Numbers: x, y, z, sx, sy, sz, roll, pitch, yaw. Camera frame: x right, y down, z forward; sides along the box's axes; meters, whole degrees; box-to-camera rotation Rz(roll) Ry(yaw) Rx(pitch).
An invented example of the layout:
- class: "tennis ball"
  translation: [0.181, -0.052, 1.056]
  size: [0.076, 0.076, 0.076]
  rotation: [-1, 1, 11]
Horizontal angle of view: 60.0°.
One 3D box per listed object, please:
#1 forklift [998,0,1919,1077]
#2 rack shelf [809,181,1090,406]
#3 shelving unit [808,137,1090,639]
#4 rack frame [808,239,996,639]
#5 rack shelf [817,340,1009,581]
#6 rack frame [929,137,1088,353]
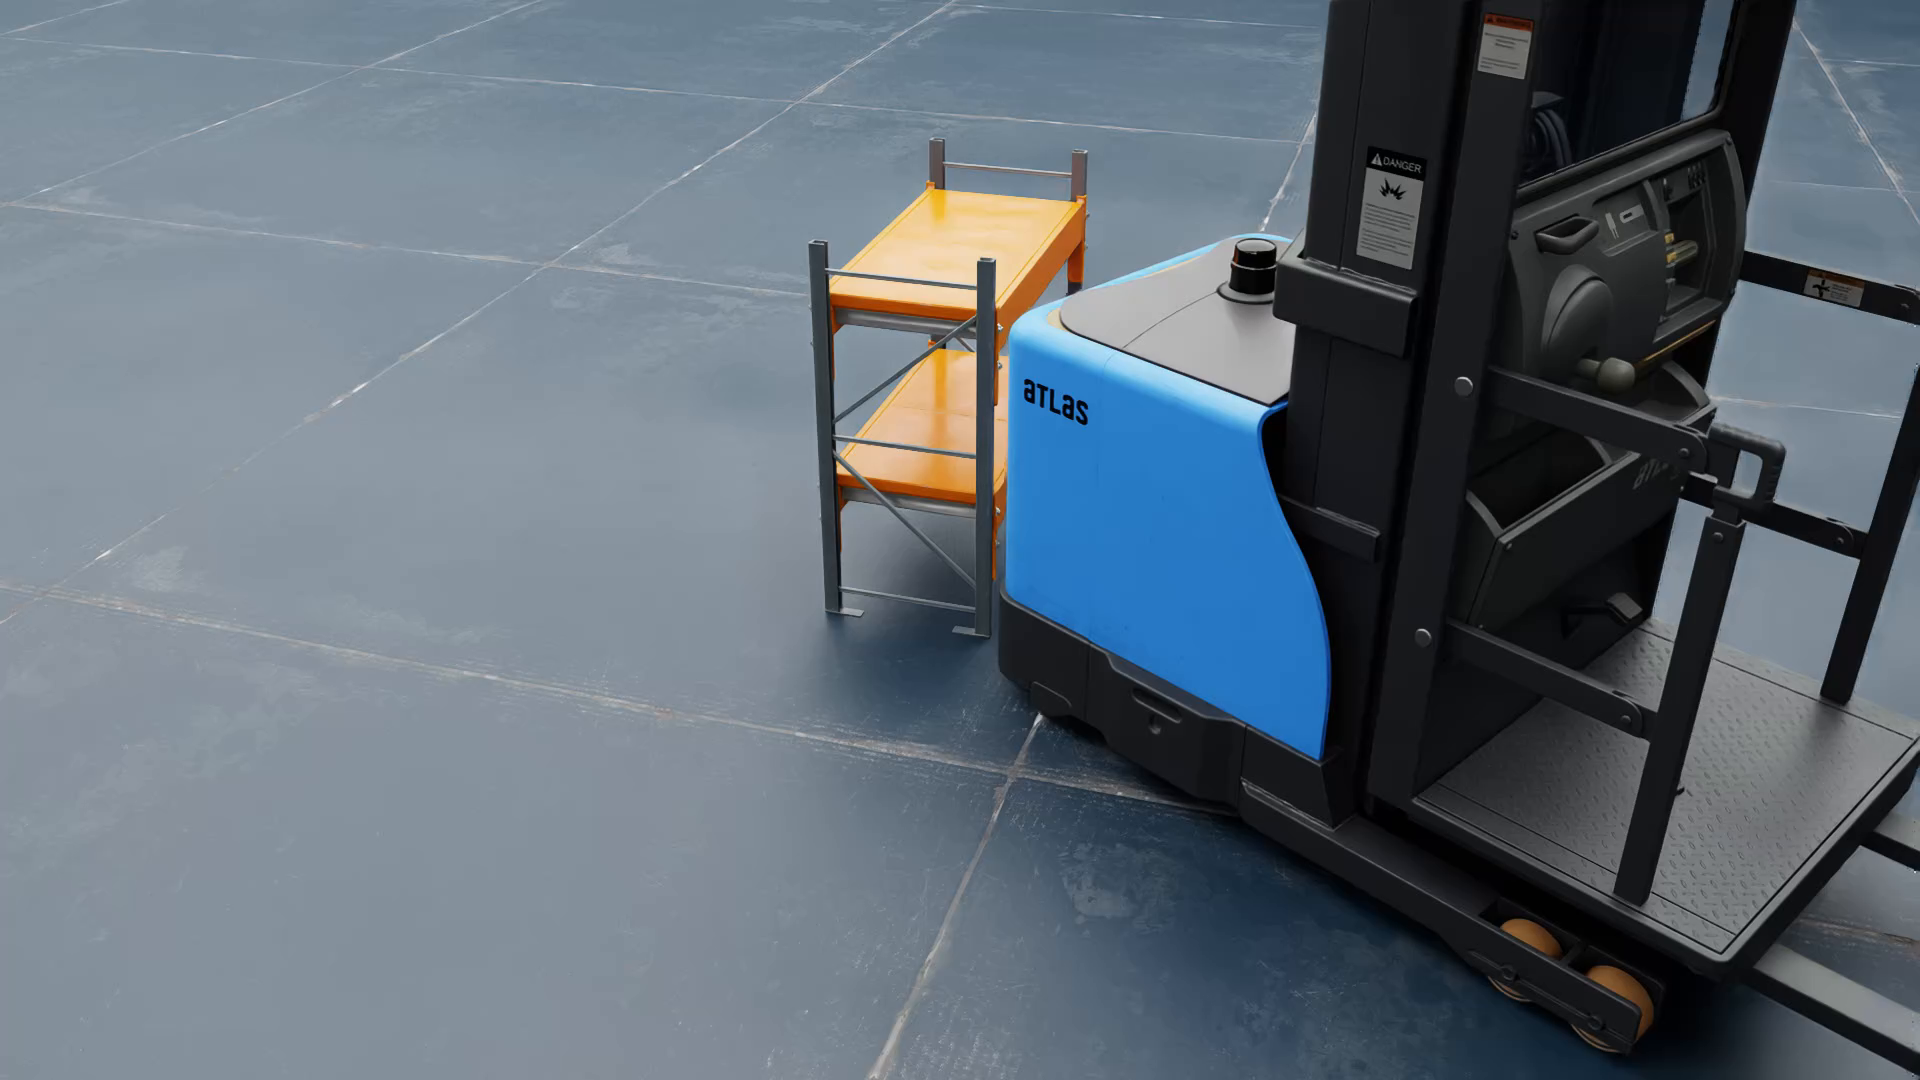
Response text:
- class: "forklift"
  translation: [1.485, -0.527, 3.182]
  size: [1.130, 2.935, 3.031]
  rotation: [-25, 38, -37]
- class: "rack shelf"
  translation: [-0.002, -0.744, 4.829]
  size: [0.538, 0.278, 1.000]
  rotation: [8, 30, 15]
- class: "shelving unit"
  translation: [-0.002, -0.488, 4.971]
  size: [0.538, 1.125, 1.048]
  rotation: [8, 30, 15]
- class: "rack frame"
  translation: [-0.151, -0.252, 4.546]
  size: [0.500, 1.125, 0.032]
  rotation: [8, 30, 15]
- class: "rack shelf"
  translation: [-0.002, -0.275, 5.090]
  size: [0.538, 0.278, 1.000]
  rotation: [8, 30, 15]
- class: "rack frame"
  translation: [0.147, -0.725, 5.396]
  size: [0.500, 1.125, 0.032]
  rotation: [8, 30, 15]
